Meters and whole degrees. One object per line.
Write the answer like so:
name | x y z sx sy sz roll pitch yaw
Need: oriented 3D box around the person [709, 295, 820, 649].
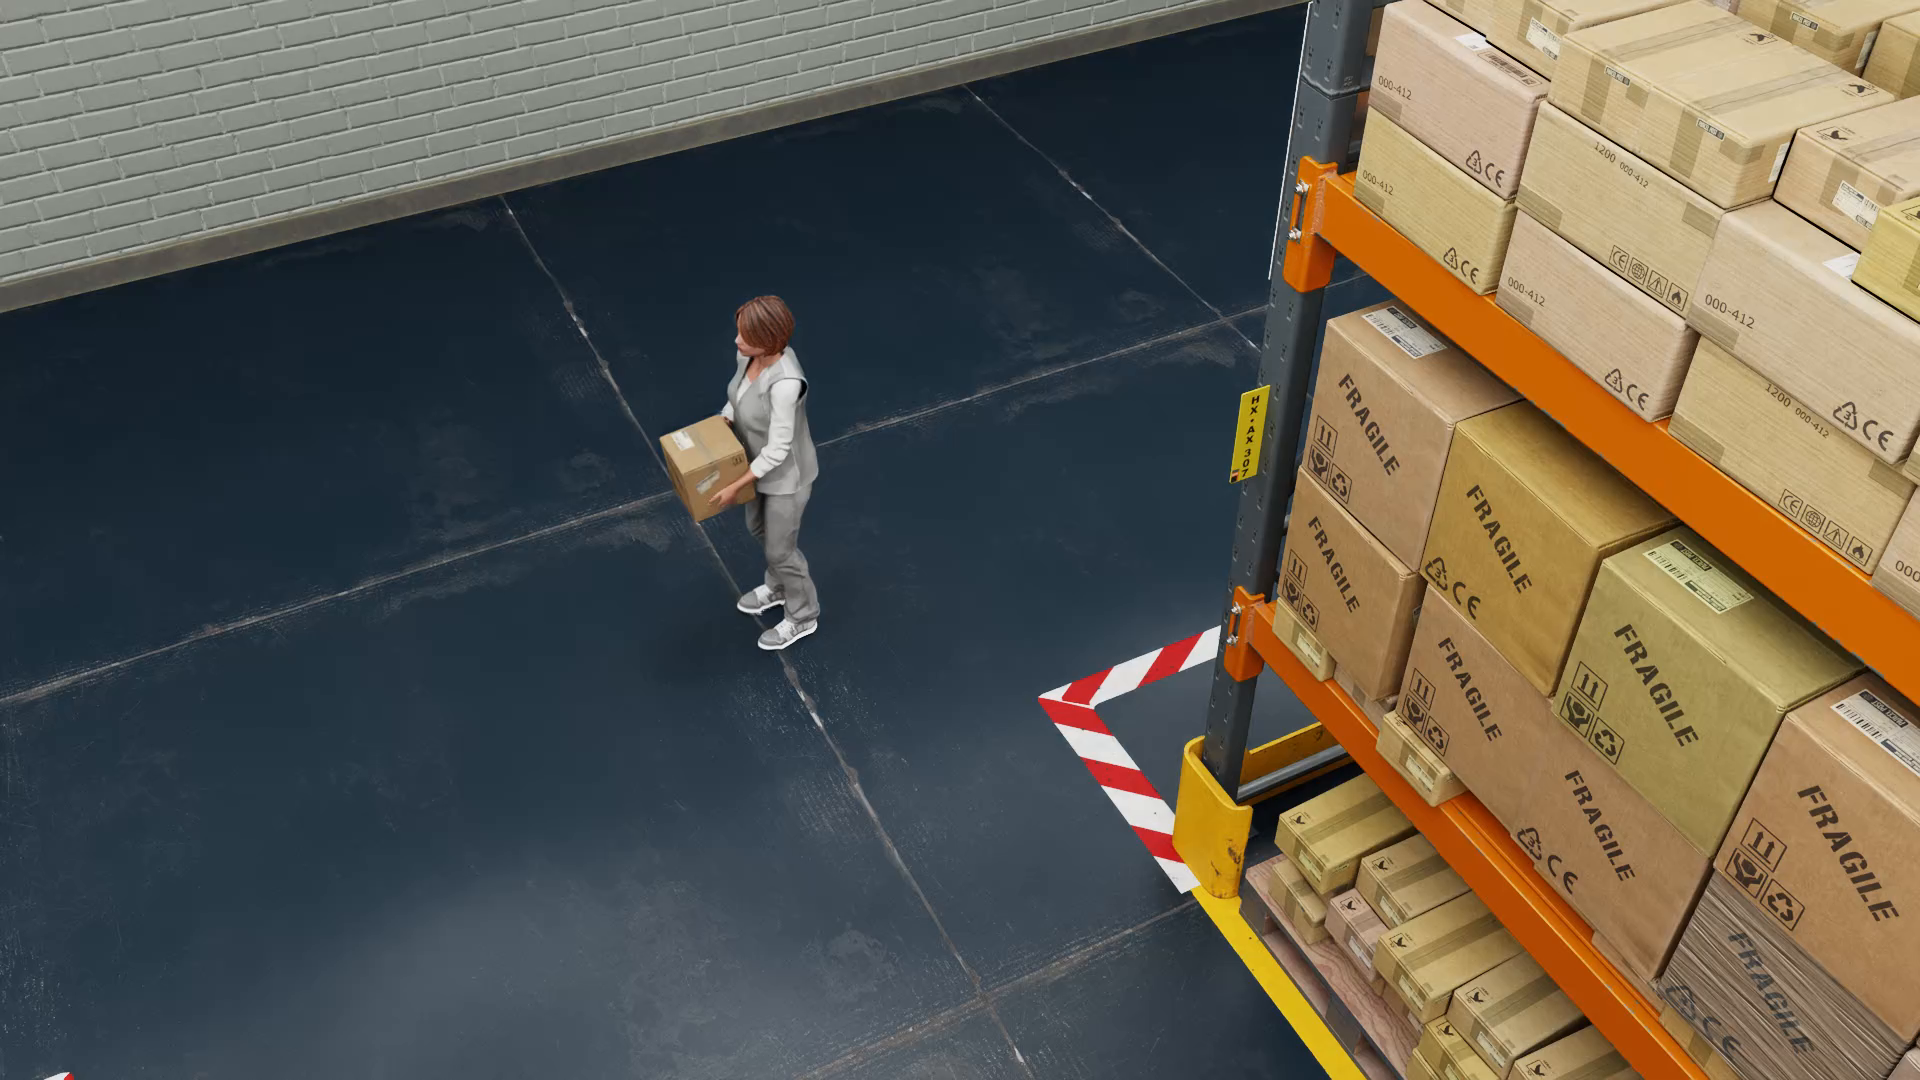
person | -0.788 -0.241 6.430 0.470 1.602 0.438 -19 45 -20
